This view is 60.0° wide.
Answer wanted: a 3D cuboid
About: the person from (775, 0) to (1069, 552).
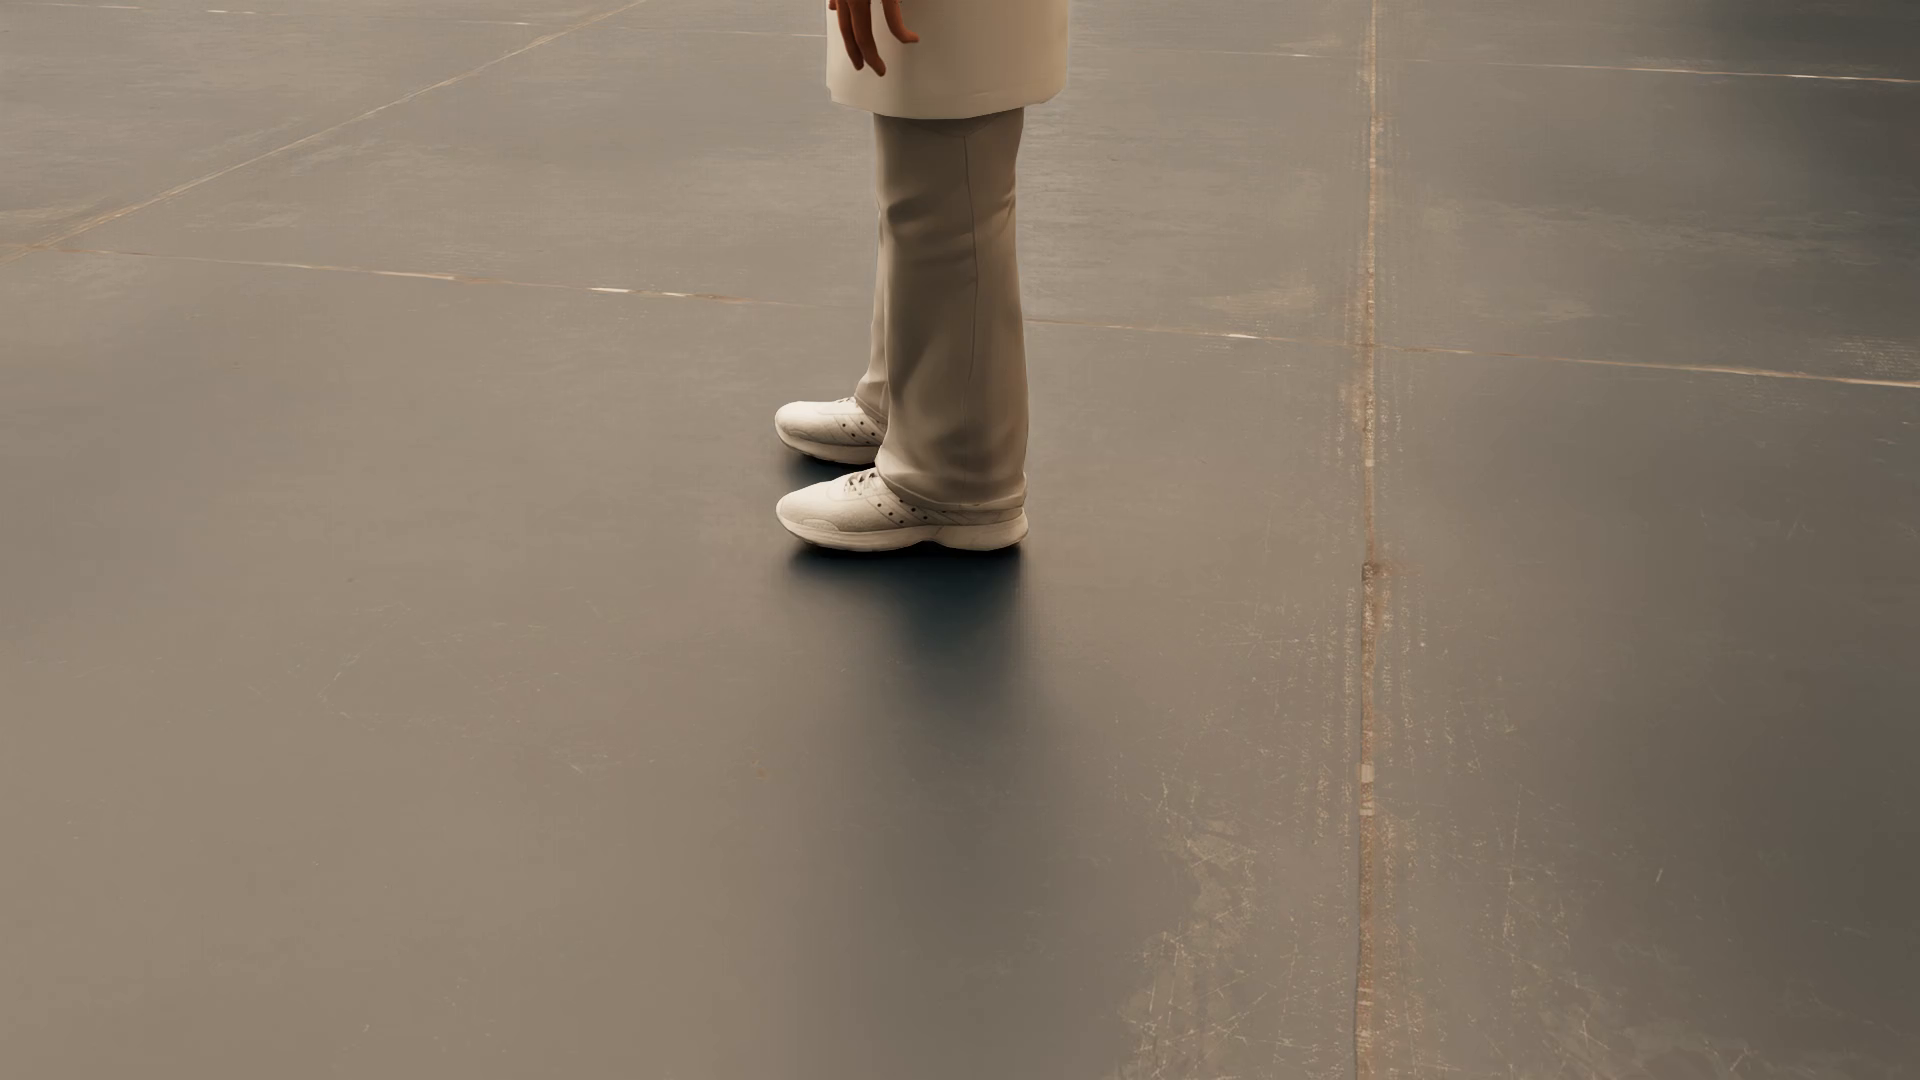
[{"bbox_3d":[-0.087,-0.811,2.118,0.581,1.776,0.696,6,27,11],"label":"person"}]
